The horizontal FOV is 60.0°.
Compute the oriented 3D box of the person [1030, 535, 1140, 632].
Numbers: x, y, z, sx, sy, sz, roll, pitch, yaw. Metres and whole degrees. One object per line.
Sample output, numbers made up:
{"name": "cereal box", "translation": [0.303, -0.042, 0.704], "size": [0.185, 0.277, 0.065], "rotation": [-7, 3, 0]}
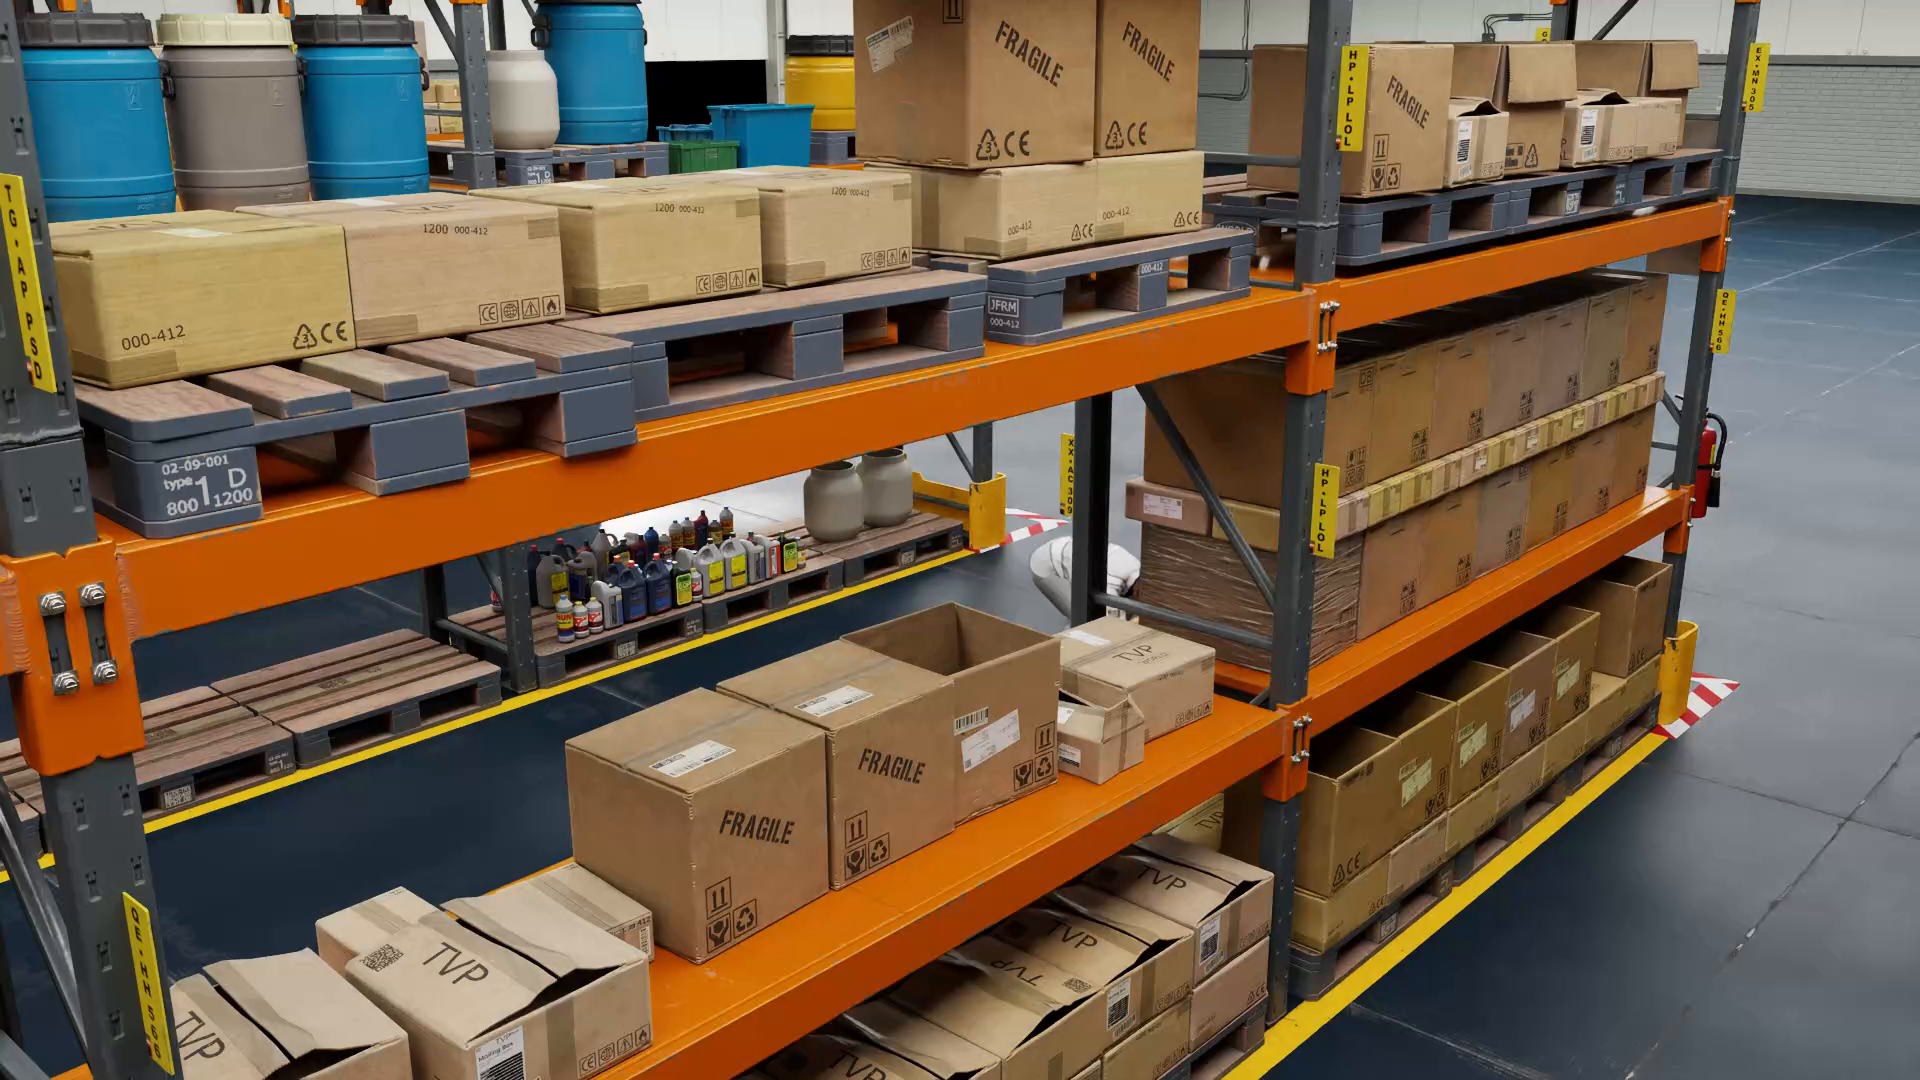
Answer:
{"name": "person", "translation": [0.840, 0.412, 9.703], "size": [0.921, 0.823, 0.471], "rotation": [14, 22, 38]}
